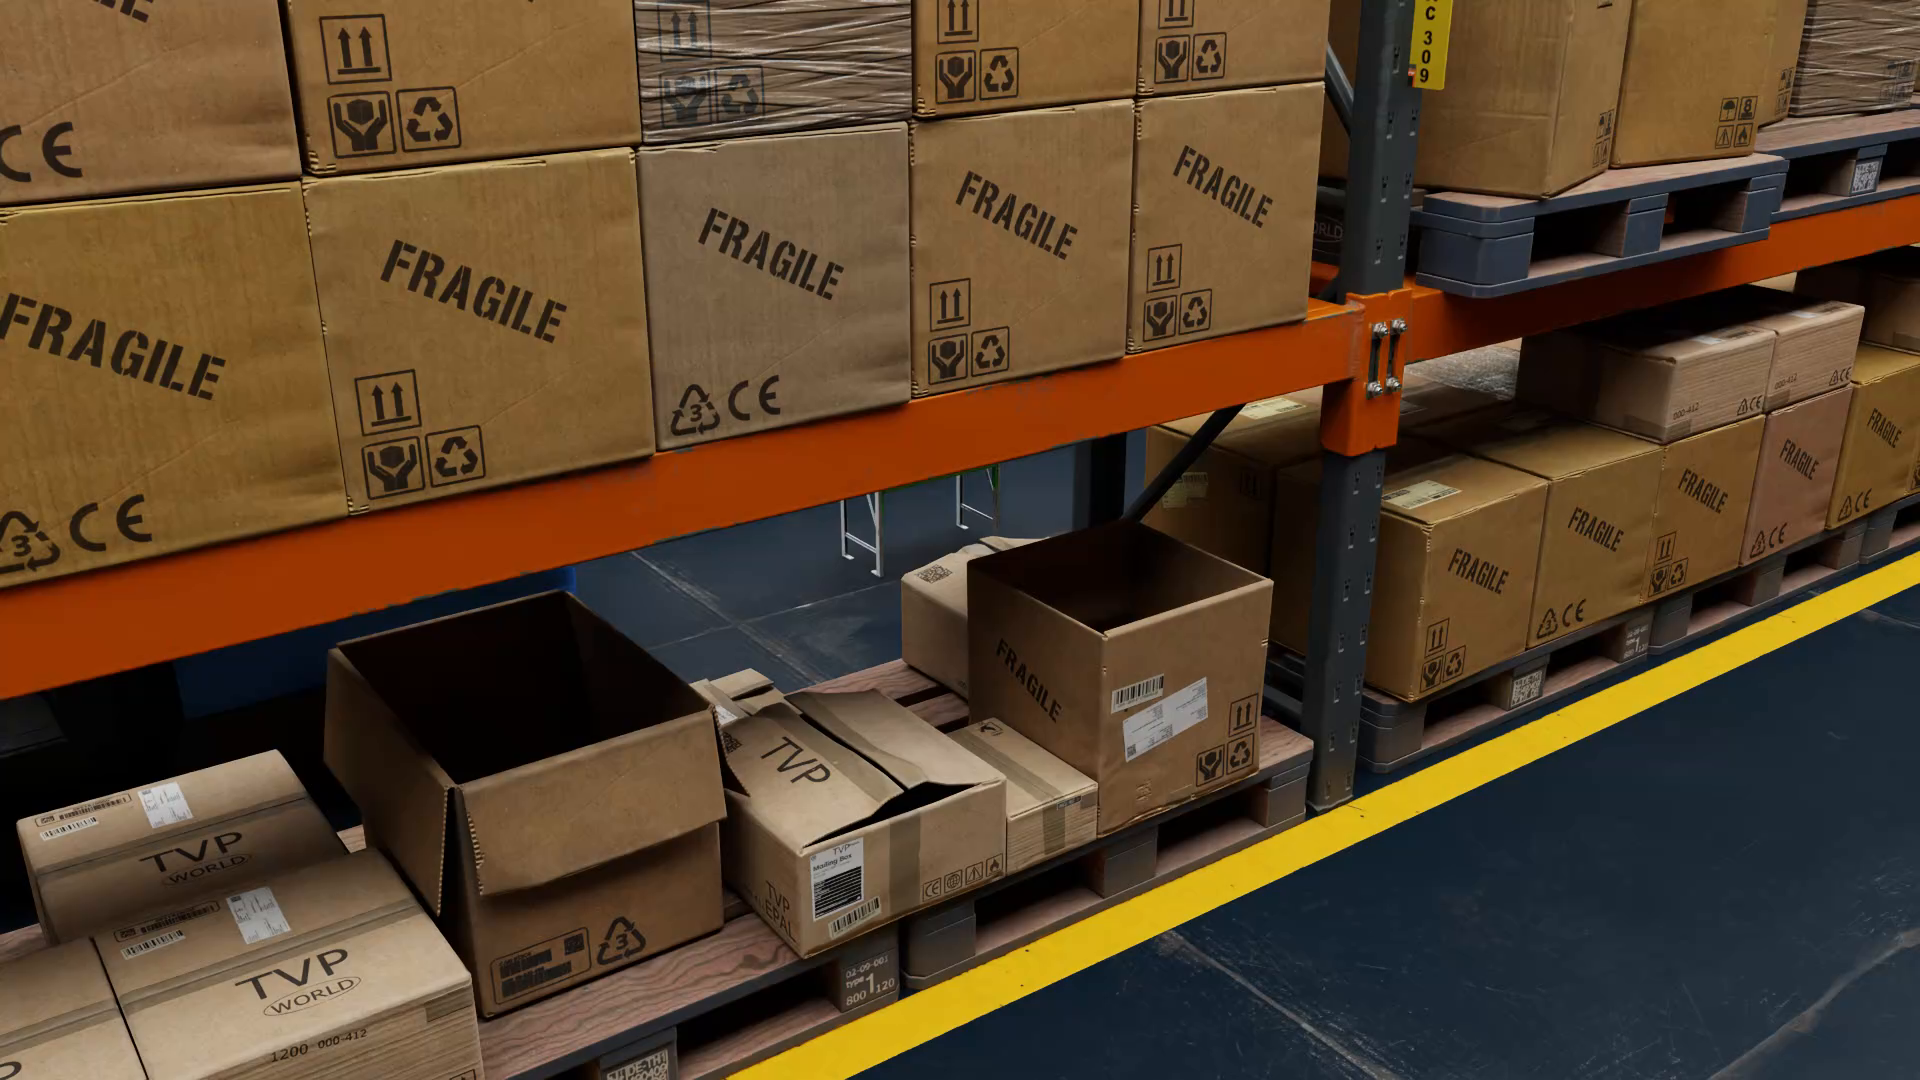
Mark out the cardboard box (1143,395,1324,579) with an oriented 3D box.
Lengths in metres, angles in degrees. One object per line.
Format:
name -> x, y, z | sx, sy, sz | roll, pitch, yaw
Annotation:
cardboard box -> 0.890, -0.102, 4.884 | 0.500, 0.500, 0.500 | -15, 26, -33

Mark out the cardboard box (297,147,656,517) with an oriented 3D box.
cardboard box -> -0.844, -0.392, 2.696 | 0.500, 0.500, 0.500 | -15, 26, -32

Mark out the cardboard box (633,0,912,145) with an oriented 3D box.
cardboard box -> -0.426, -0.969, 2.793 | 0.500, 0.500, 0.500 | -15, 26, -32

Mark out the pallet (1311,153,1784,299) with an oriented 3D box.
pallet -> 1.369, -0.917, 4.406 | 1.213, 0.211, 1.003 | -15, 26, -33

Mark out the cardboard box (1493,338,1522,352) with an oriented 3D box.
cardboard box -> 2.115, -0.426, 5.696 | 0.500, 0.500, 0.500 | -16, 27, -35

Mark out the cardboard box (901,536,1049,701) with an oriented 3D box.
cardboard box -> 0.190, 0.204, 4.371 | 0.500, 0.311, 0.500 | -15, 26, -33

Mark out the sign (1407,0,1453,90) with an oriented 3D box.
sign -> 0.980, -1.106, 3.454 | 0.005, 0.325, 0.100 | -15, 26, -33

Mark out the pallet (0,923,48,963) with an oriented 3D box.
pallet -> -1.882, 1.106, 2.841 | 1.213, 0.211, 1.003 | -15, 26, -33

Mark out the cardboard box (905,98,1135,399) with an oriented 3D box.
cardboard box -> -0.017, -0.615, 3.255 | 0.500, 0.500, 0.500 | -14, 26, -31

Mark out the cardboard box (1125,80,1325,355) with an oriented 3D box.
cardboard box -> 0.401, -0.727, 3.536 | 0.500, 0.500, 0.500 | -14, 26, -32

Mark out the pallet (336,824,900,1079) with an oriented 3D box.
pallet -> -0.892, 0.843, 3.498 | 1.213, 0.211, 1.003 | -15, 26, -33

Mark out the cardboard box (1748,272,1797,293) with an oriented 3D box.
cardboard box -> 3.368, -0.762, 6.539 | 0.500, 0.500, 0.500 | -14, 26, -31

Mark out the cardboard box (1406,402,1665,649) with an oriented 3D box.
cardboard box -> 1.618, -0.059, 4.777 | 0.500, 0.500, 0.500 | -14, 26, -32

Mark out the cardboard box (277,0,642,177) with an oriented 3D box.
cardboard box -> -0.835, -0.860, 2.520 | 0.500, 0.500, 0.500 | -15, 26, -33

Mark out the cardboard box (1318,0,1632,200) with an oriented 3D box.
cardboard box -> 1.172, -1.143, 4.011 | 0.700, 0.500, 0.500 | 14, 26, 32

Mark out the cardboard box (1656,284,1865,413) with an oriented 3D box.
cardboard box -> 2.411, -0.614, 5.155 | 0.500, 0.250, 0.500 | -16, 26, -34

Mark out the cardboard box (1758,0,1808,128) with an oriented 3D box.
cardboard box -> 2.055, -1.508, 4.927 | 0.700, 0.500, 0.500 | 17, 27, 36

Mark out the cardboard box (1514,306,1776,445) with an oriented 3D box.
cardboard box -> 2.004, -0.505, 4.883 | 0.500, 0.250, 0.500 | -15, 26, -33

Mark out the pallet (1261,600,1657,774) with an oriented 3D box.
pallet -> 1.295, 0.242, 5.006 | 1.213, 0.211, 1.003 | -15, 26, -33

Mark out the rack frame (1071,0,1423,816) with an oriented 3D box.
rack frame -> 0.657, -0.866, 4.019 | 0.127, 3.000, 1.000 | -15, 26, -33

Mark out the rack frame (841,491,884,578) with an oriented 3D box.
rack frame -> -0.332, -0.469, 5.452 | 0.015, 1.200, 0.240 | -15, 26, -33

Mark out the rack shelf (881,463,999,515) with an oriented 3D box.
rack shelf -> -0.134, -0.239, 5.697 | 0.480, 0.148, 0.258 | -15, 26, -33

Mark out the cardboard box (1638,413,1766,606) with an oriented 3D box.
cardboard box -> 2.028, -0.165, 5.043 | 0.500, 0.500, 0.500 | -15, 26, -32

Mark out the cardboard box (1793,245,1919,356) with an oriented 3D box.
cardboard box -> 3.239, -0.837, 5.713 | 0.500, 0.250, 0.500 | -14, 26, -31

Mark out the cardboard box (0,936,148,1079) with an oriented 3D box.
cardboard box -> -1.577, 0.932, 2.630 | 0.500, 0.250, 0.500 | -15, 26, -33

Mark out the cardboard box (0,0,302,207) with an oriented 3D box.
cardboard box -> -1.247, -0.750, 2.244 | 0.500, 0.500, 0.500 | -15, 26, -32

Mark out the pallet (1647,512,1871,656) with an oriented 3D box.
pallet -> 2.286, -0.024, 5.671 | 1.213, 0.211, 1.003 | -15, 26, -33

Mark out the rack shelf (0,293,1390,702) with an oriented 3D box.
rack shelf -> -0.966, -0.099, 3.067 | 4.000, 0.370, 1.077 | -15, 26, -33

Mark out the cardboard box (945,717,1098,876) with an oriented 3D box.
cardboard box -> 0.091, 0.562, 3.694 | 0.250, 0.149, 0.380 | -15, 26, -33

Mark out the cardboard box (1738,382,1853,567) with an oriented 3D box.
cardboard box -> 2.439, -0.275, 5.316 | 0.500, 0.500, 0.500 | -16, 27, -35

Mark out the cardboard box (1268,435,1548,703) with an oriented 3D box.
cardboard box -> 1.192, 0.059, 4.479 | 0.500, 0.500, 0.500 | -16, 27, -35

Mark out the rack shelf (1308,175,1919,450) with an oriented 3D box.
rack shelf -> 2.280, -0.965, 5.237 | 4.000, 0.370, 1.077 | -15, 26, -33

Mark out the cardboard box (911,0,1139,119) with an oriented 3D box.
cardboard box -> -0.017, -1.078, 3.066 | 0.500, 0.500, 0.500 | -16, 27, -34

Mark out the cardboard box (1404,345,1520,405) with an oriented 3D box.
cardboard box -> 1.704, -0.315, 5.418 | 0.500, 0.500, 0.500 | -15, 26, -32

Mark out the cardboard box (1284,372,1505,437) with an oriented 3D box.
cardboard box -> 1.296, -0.207, 5.146 | 0.500, 0.500, 0.500 | -15, 26, -33

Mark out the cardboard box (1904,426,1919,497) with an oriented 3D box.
cardboard box -> 3.282, -0.502, 5.886 | 0.500, 0.500, 0.500 | -14, 26, -31

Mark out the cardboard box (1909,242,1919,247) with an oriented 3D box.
cardboard box -> 4.185, -1.098, 6.986 | 0.500, 0.311, 0.500 | -14, 26, -31

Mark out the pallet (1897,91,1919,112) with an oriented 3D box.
pallet -> 3.395, -1.475, 5.804 | 1.003, 0.211, 1.213 | -15, 26, -33

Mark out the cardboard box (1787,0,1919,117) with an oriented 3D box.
cardboard box -> 2.605, -1.662, 5.314 | 0.500, 0.500, 0.700 | -10, 24, -23

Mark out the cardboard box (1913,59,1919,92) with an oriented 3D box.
cardboard box -> 3.459, -1.803, 5.666 | 0.700, 0.500, 0.500 | 14, 26, 32

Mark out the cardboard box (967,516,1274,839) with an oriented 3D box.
cardboard box -> 0.360, 0.299, 3.878 | 0.500, 0.500, 0.500 | -15, 26, -33

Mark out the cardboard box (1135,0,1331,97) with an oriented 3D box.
cardboard box -> 0.398, -1.189, 3.346 | 0.500, 0.500, 0.500 | -15, 26, -33

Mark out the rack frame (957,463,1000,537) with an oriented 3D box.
rack frame -> 0.064, -0.574, 5.717 | 0.015, 1.200, 0.240 | -15, 26, -33

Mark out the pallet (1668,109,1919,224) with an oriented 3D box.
pallet -> 2.328, -1.220, 5.166 | 1.213, 0.211, 1.003 | -15, 26, -33

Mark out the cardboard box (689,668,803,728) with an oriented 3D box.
cardboard box -> -0.506, 0.462, 3.921 | 0.250, 0.166, 0.380 | -15, 26, -33

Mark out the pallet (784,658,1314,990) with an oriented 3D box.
pallet -> 0.099, 0.578, 4.164 | 1.213, 0.211, 1.003 | -15, 26, -33

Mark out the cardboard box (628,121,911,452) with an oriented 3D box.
cardboard box -> -0.432, -0.503, 2.975 | 0.500, 0.500, 0.500 | -14, 26, -32

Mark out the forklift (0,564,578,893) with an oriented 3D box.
forklift -> -2.518, -0.687, 3.664 | 3.031, 2.935, 1.130 | -16, 27, -34

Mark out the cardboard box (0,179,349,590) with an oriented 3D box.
cardboard box -> -1.251, -0.284, 2.427 | 0.500, 0.500, 0.500 | -15, 26, -33

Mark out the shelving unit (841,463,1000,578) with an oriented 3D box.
shelving unit -> -0.134, -0.521, 5.584 | 0.503, 1.200, 0.258 | -15, 26, -33

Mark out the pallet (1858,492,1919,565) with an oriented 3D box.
pallet -> 3.276, -0.286, 6.329 | 1.213, 0.211, 1.003 | -15, 26, -33

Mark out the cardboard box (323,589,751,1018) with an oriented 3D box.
cardboard box -> -0.865, 0.497, 3.377 | 0.637, 0.503, 0.797 | -15, 26, -33

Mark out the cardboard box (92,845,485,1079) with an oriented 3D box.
cardboard box -> -1.171, 0.824, 2.901 | 0.500, 0.250, 0.500 | -15, 26, -33

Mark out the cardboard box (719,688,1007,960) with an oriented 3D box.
cardboard box -> -0.249, 0.550, 3.506 | 0.500, 0.311, 0.500 | -15, 26, -33

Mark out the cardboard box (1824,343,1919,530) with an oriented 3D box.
cardboard box -> 2.862, -0.390, 5.606 | 0.500, 0.500, 0.500 | -16, 27, -35

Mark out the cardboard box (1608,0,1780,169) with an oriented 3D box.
cardboard box -> 1.693, -1.311, 4.432 | 0.500, 0.500, 0.700 | -10, 24, -25

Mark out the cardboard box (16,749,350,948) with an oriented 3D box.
cardboard box -> -1.504, 0.684, 3.251 | 0.500, 0.250, 0.500 | -15, 26, -33
